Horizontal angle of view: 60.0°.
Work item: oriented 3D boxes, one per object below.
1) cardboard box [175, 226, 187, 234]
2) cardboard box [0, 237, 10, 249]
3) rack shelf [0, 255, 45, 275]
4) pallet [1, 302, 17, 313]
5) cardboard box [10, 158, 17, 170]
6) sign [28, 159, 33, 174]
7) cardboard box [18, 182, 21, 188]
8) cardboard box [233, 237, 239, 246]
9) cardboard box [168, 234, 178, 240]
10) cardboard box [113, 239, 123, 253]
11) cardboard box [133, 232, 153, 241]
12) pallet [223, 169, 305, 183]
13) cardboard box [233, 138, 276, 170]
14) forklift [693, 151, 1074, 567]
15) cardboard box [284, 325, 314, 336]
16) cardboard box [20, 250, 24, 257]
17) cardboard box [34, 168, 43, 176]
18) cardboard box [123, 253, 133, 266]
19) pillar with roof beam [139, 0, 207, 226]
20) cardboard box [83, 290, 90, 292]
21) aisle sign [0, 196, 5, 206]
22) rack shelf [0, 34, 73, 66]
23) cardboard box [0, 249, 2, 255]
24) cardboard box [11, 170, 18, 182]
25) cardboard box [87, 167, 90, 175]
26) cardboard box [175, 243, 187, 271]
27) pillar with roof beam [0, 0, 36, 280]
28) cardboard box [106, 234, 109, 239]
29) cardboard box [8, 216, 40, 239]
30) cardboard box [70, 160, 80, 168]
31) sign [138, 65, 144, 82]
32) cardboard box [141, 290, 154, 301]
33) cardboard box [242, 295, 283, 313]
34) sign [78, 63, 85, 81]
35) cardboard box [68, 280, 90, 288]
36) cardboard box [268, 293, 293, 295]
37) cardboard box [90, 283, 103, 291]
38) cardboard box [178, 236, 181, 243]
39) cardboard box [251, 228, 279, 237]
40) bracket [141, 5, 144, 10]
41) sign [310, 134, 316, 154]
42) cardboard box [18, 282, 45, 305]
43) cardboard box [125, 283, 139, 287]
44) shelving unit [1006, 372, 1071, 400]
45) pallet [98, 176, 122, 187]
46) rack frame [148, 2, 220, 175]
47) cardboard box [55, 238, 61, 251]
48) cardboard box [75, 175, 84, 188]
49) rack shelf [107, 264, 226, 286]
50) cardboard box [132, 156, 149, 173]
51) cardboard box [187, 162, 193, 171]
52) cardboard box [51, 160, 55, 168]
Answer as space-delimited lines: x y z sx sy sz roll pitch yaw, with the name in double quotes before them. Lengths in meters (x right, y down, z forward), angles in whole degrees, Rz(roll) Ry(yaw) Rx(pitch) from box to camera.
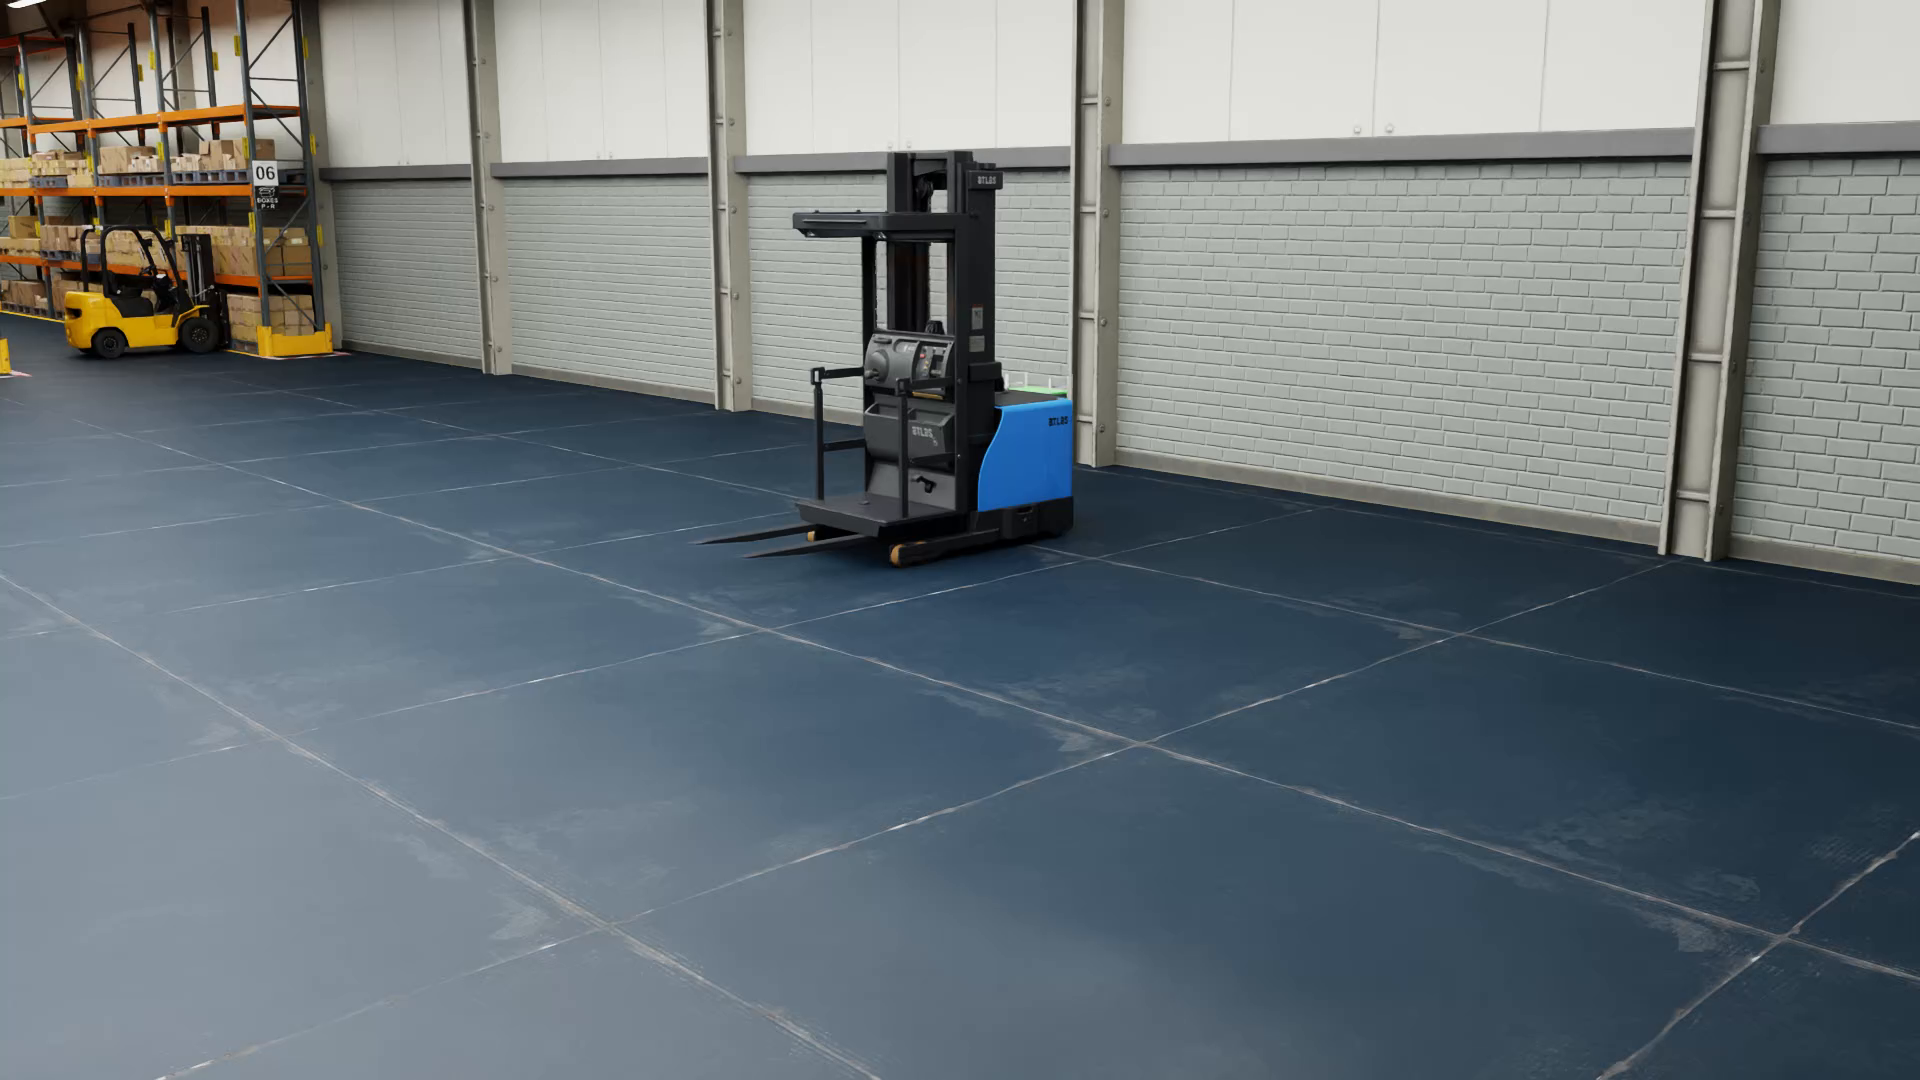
"cardboard box" -14.047 -5.642 30.273 0.380 0.149 0.250 -10 16 -41
"cardboard box" -21.873 -6.864 38.430 0.500 0.250 0.500 -11 16 -42
"rack shelf" -20.958 -6.325 37.961 1.077 0.370 4.000 -11 16 -43
"pallet" -21.736 -5.476 38.969 1.003 0.211 1.213 -11 16 -43
"cardboard box" -20.801 -8.360 37.017 0.500 0.250 0.500 -11 16 -42
"sign" -19.964 -8.031 35.744 0.100 0.325 0.005 -11 16 -43
"cardboard box" -20.715 -7.899 37.007 0.380 0.149 0.250 -10 15 -41
"cardboard box" -12.228 -5.130 28.521 0.380 0.149 0.250 -11 16 -43
"cardboard box" -14.449 -5.604 30.821 0.380 0.149 0.250 -10 15 -41
"cardboard box" -16.340 -5.801 32.768 0.500 0.250 0.500 -10 15 -41
"cardboard box" -15.592 -5.814 31.841 0.250 0.149 0.380 11 16 44
"pallet" -11.760 -6.167 28.196 1.003 0.211 1.213 -11 16 -43
"cardboard box" -11.772 -6.438 27.755 0.500 0.500 0.500 -10 15 -41
"forklift" -0.538 -1.356 12.230 3.031 2.935 1.130 -10 15 -41
"cardboard box" -11.488 -3.592 28.686 0.500 0.250 0.500 -11 16 -42
"cardboard box" -21.033 -6.501 37.657 0.380 0.149 0.250 -11 16 -43
"cardboard box" -19.505 -7.845 35.454 0.380 0.149 0.250 -11 16 -42
"cardboard box" -15.981 -5.481 32.454 0.500 0.250 0.500 11 16 43
"pillar with roof beam" -18.376 -8.075 29.807 9.100 9.000 0.548 -11 16 -43
"cardboard box" -17.964 -4.965 34.733 0.500 0.500 0.500 -10 15 -40
"aisle sign" -22.599 -8.212 38.893 0.394 0.787 0.004 -11 16 -43
"rack shelf" -20.958 -10.891 37.020 1.077 0.370 4.000 -11 16 -43
"cardboard box" -22.311 -6.760 38.912 0.380 0.149 0.250 -11 16 -43
"cardboard box" -20.804 -8.113 37.058 0.500 0.250 0.500 -10 16 -41
"cardboard box" -17.399 -7.451 33.596 0.250 0.149 0.380 11 16 44
"cardboard box" -13.935 -5.166 30.304 0.500 0.500 0.500 11 16 44
"pillar with roof beam" -26.663 -9.827 38.308 9.100 9.000 0.400 -11 16 -43
"cardboard box" -16.808 -6.081 33.138 0.380 0.149 0.250 -10 15 -41
"cardboard box" -21.185 -7.086 37.649 0.500 0.500 0.500 -10 16 -41
"cardboard box" -17.987 -7.700 34.066 0.380 0.149 0.250 -11 16 -44
"sign" -16.416 -9.353 33.300 0.100 0.325 0.005 -11 16 -43
"cardboard box" -15.472 -4.559 32.450 0.625 0.625 0.875 11 16 43
"cardboard box" -11.834 -4.007 28.221 0.500 0.250 0.500 -10 15 -41
"sign" -17.201 -9.159 32.557 0.100 0.325 0.005 -11 16 -43
"cardboard box" -18.890 -5.492 35.679 0.380 0.149 0.250 -11 16 -44
"cardboard box" -11.833 -4.152 28.925 0.500 0.250 0.500 -11 16 -42
"cardboard box" -17.850 -5.263 34.568 0.380 0.149 0.250 -10 15 -41
"cardboard box" -14.023 -5.501 30.325 0.380 0.149 0.250 -11 16 -43
"cardboard box" -11.690 -5.169 27.977 0.380 0.149 0.250 -11 16 -42
"bracket" -15.806 -10.449 32.410 0.235 0.232 0.430 -11 16 -43
"sign" -10.885 -6.647 27.943 0.100 0.325 0.005 -11 16 -43
"cardboard box" -21.131 -5.627 37.944 0.500 0.500 0.500 -11 16 -42
"cardboard box" -17.114 -5.263 34.569 0.380 0.149 0.250 -10 15 -41
"shelving unit" 0.631 -0.747 13.562 0.258 1.200 0.503 -10 16 -41
"pallet" -16.282 -7.092 32.934 1.213 0.211 1.003 -10 15 -40
"rack frame" -14.053 -8.156 30.199 1.000 3.000 0.127 -11 16 -43
"cardboard box" -18.895 -6.269 35.199 0.396 0.266 0.258 -10 15 -40
"cardboard box" -17.693 -7.312 33.906 0.500 0.250 0.500 -11 16 -42
"rack shelf" -15.434 -5.157 32.294 1.077 0.370 4.000 -11 16 -43
"cardboard box" -15.259 -7.082 31.350 0.500 0.311 0.500 11 16 43
"cardboard box" -13.432 -6.599 29.407 0.380 0.149 0.250 -10 15 -41
"cardboard box" -18.749 -7.849 34.737 0.380 0.149 0.250 -11 16 -42
